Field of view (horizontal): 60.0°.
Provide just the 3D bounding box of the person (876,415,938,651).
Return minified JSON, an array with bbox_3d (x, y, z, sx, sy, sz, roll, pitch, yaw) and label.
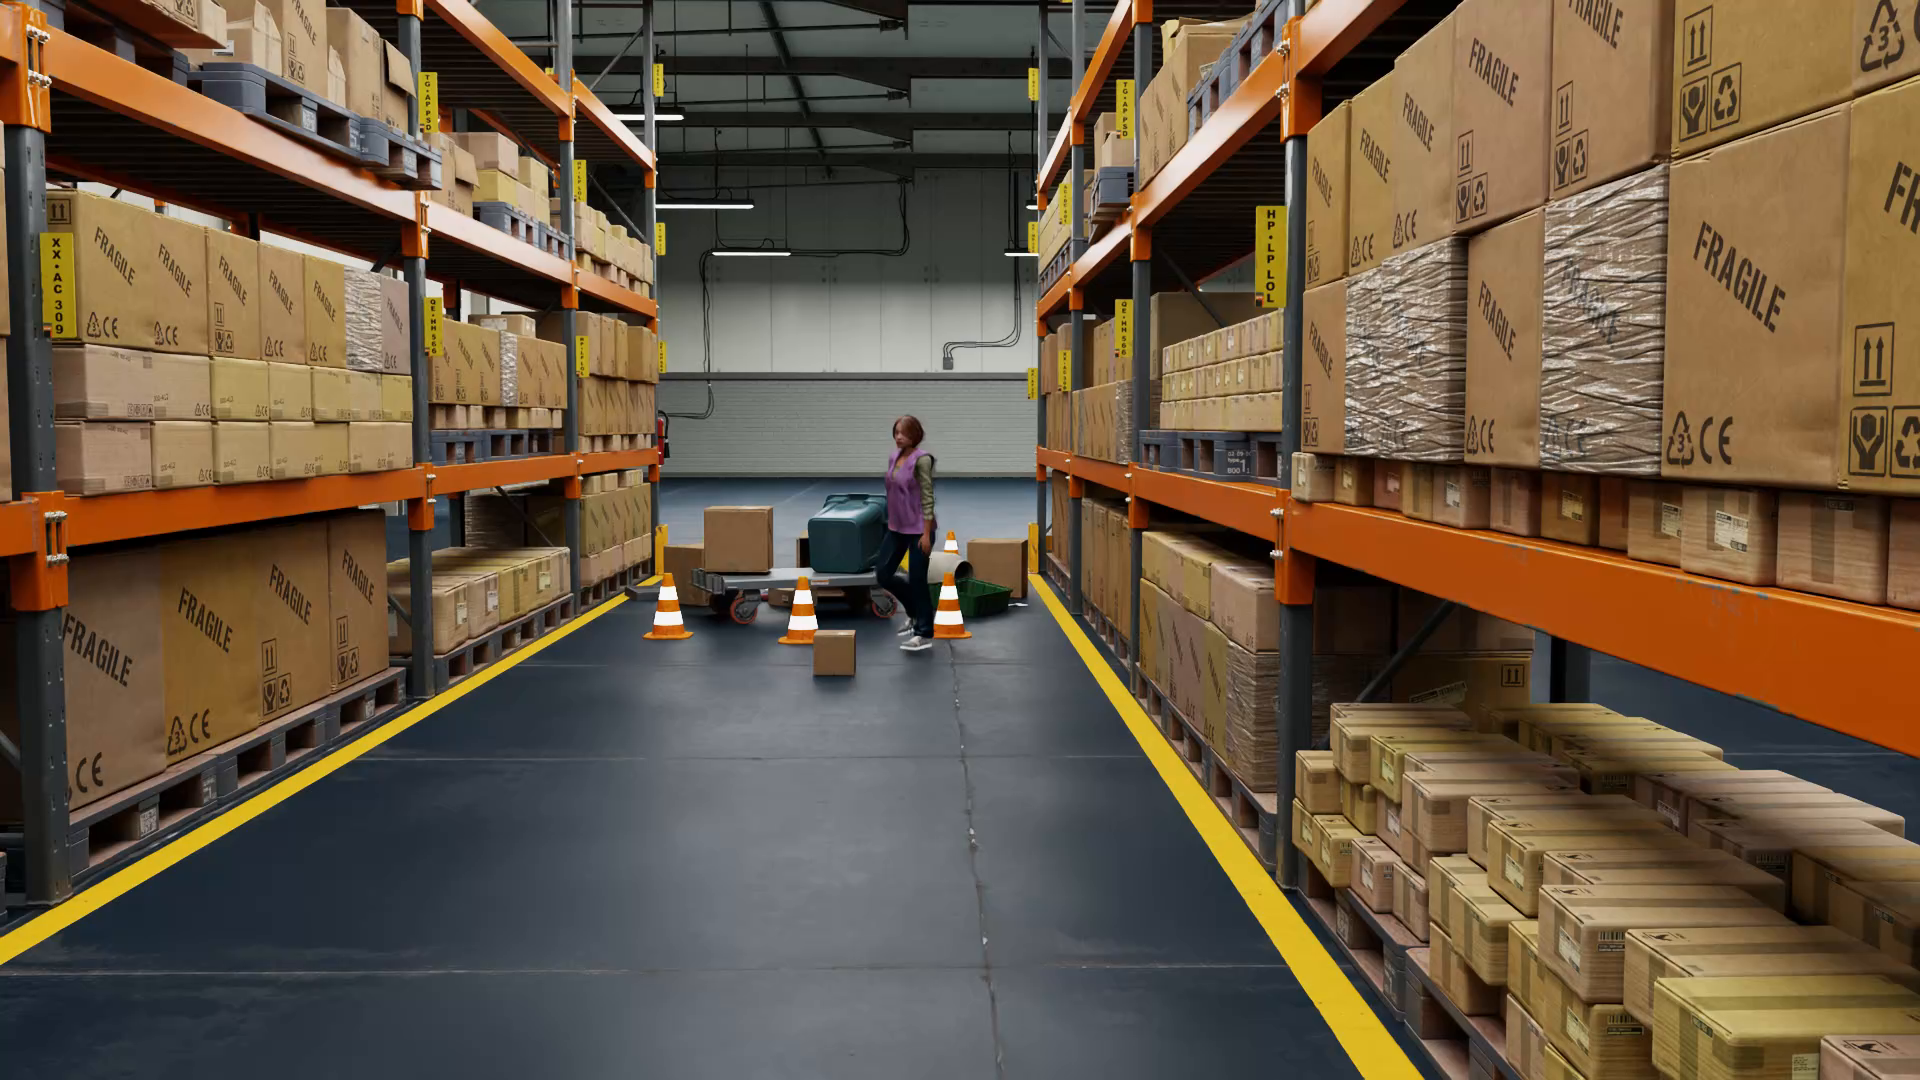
[{"bbox_3d":[-0.308,-0.047,11.205,0.443,1.592,0.474,-4,5,-42],"label":"person"}]
